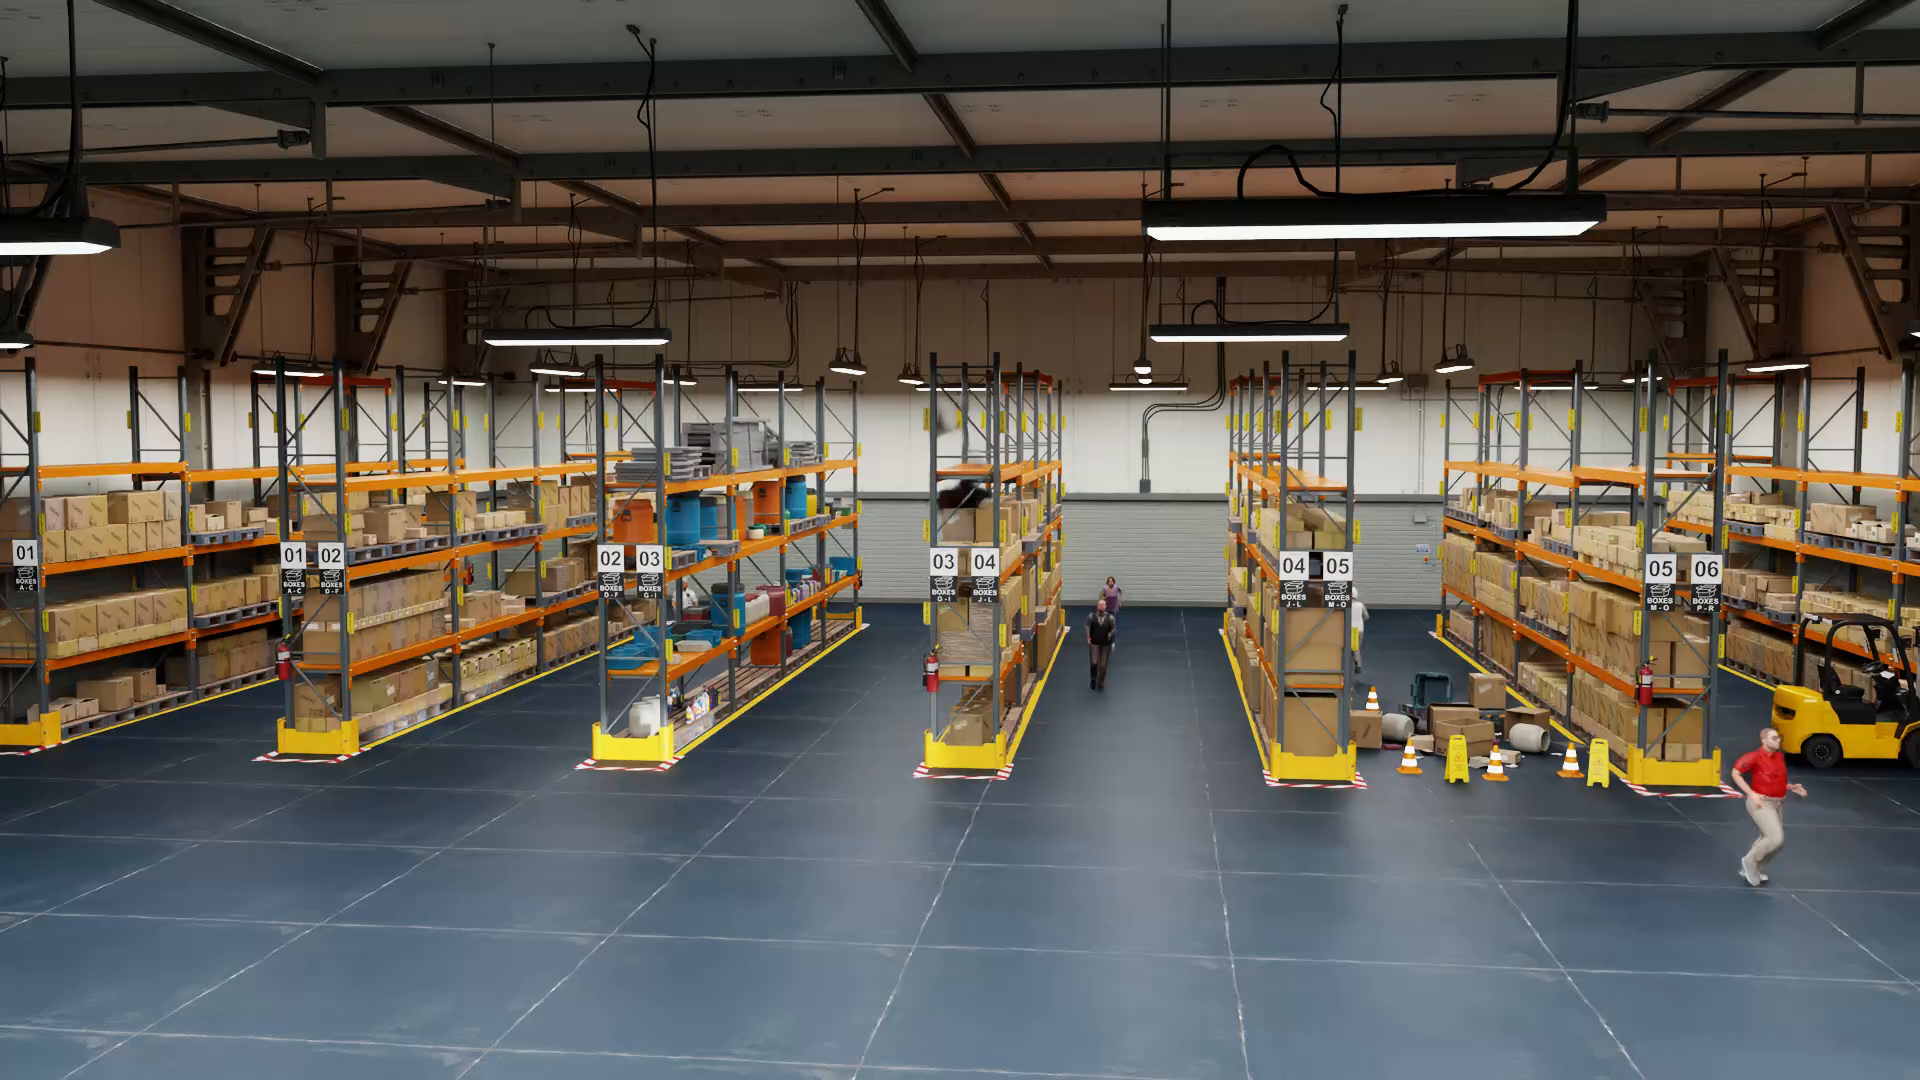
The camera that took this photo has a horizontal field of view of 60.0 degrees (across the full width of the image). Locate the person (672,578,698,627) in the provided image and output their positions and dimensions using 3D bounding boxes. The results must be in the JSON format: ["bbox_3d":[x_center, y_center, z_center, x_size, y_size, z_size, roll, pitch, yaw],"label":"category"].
[{"bbox_3d":[-6.007,1.638,36.245,0.591,1.622,0.549,0,4,2],"label":"person"}]

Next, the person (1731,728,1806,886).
[{"bbox_3d":[8.735,2.891,17.927,0.633,1.709,0.655,-2,5,-32],"label":"person"}]

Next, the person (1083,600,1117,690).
[{"bbox_3d":[2.612,1.960,30.968,0.633,1.696,0.661,0,4,1],"label":"person"}]

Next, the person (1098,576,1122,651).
[{"bbox_3d":[3.326,1.600,36.814,0.541,1.626,0.842,0,4,3],"label":"person"}]

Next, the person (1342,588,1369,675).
[{"bbox_3d":[7.707,1.821,32.592,0.650,1.782,0.862,0,4,-7],"label":"person"}]
